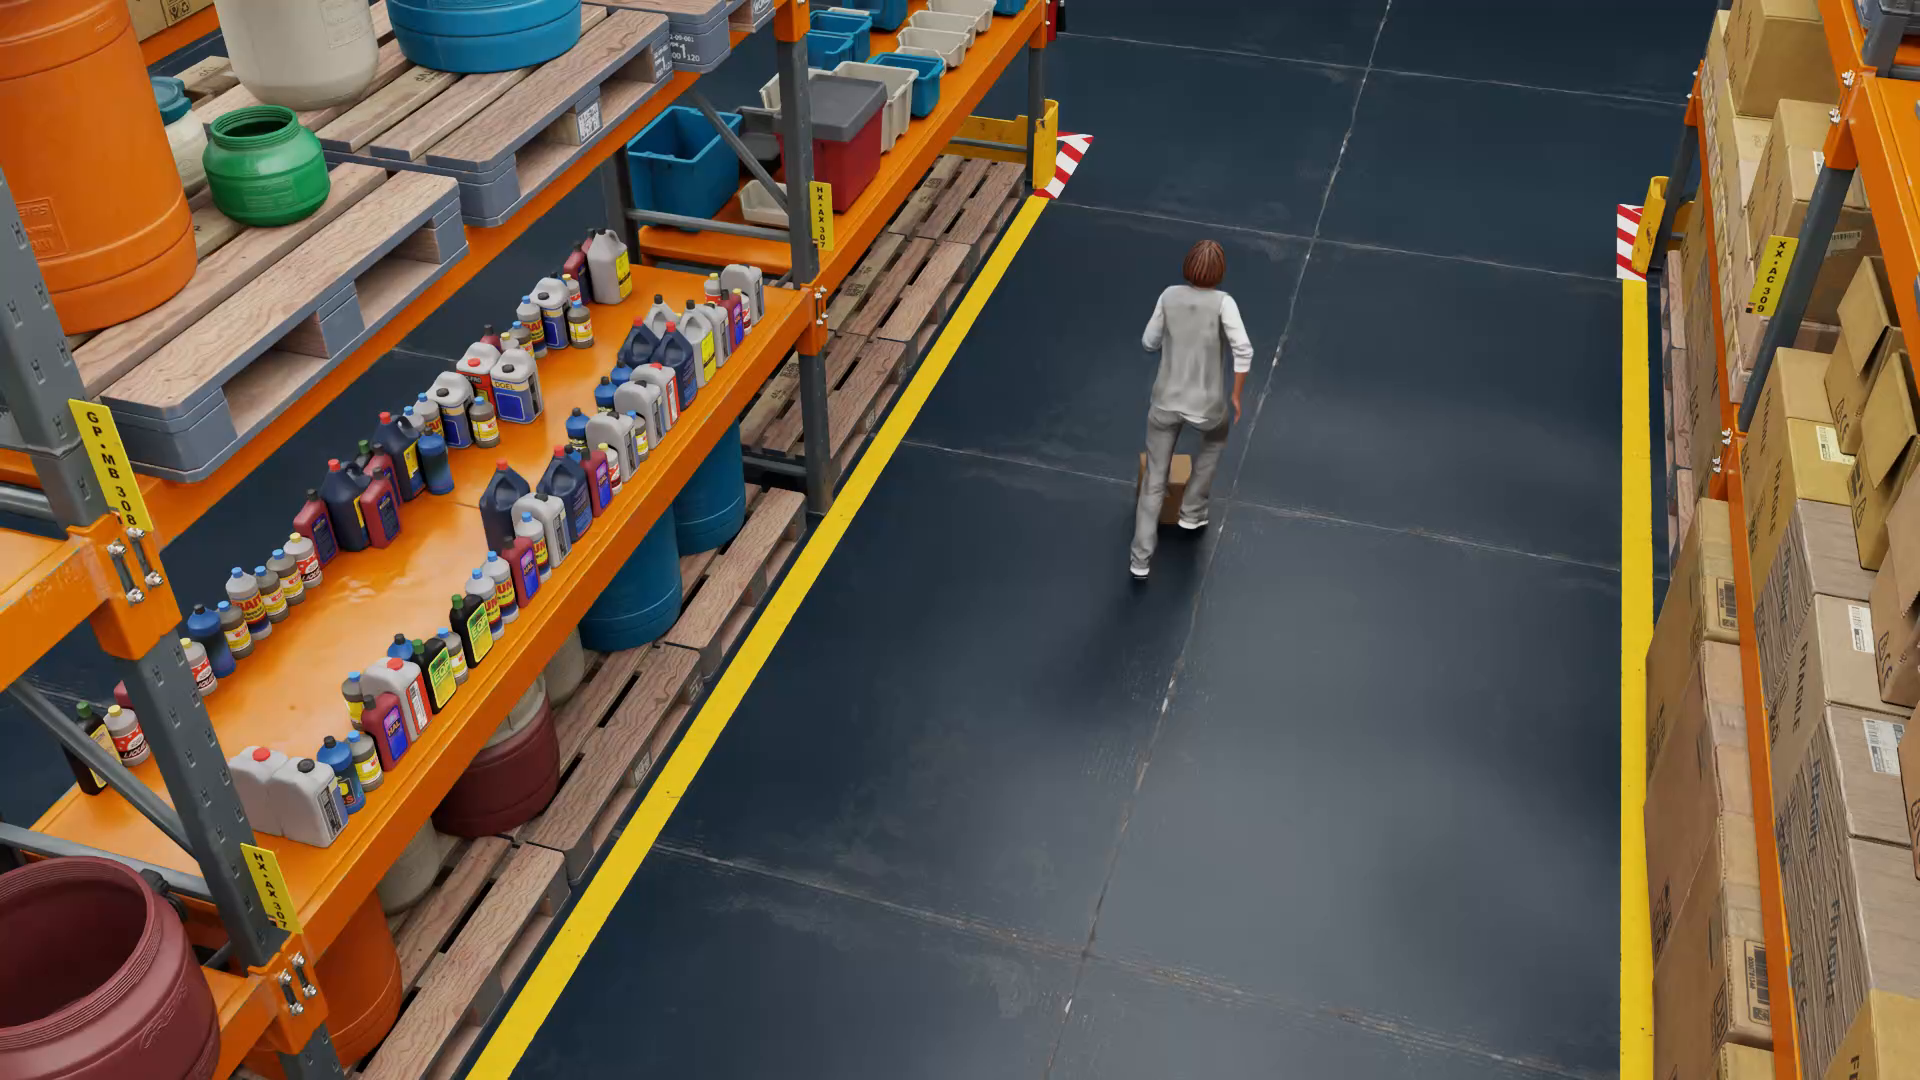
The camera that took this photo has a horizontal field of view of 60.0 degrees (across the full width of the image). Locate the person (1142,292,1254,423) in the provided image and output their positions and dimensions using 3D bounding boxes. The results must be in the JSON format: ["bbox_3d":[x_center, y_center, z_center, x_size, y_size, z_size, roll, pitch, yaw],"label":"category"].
[{"bbox_3d":[1.079,-0.865,7.596,0.530,0.546,0.422,9,38,11],"label":"person"}]
